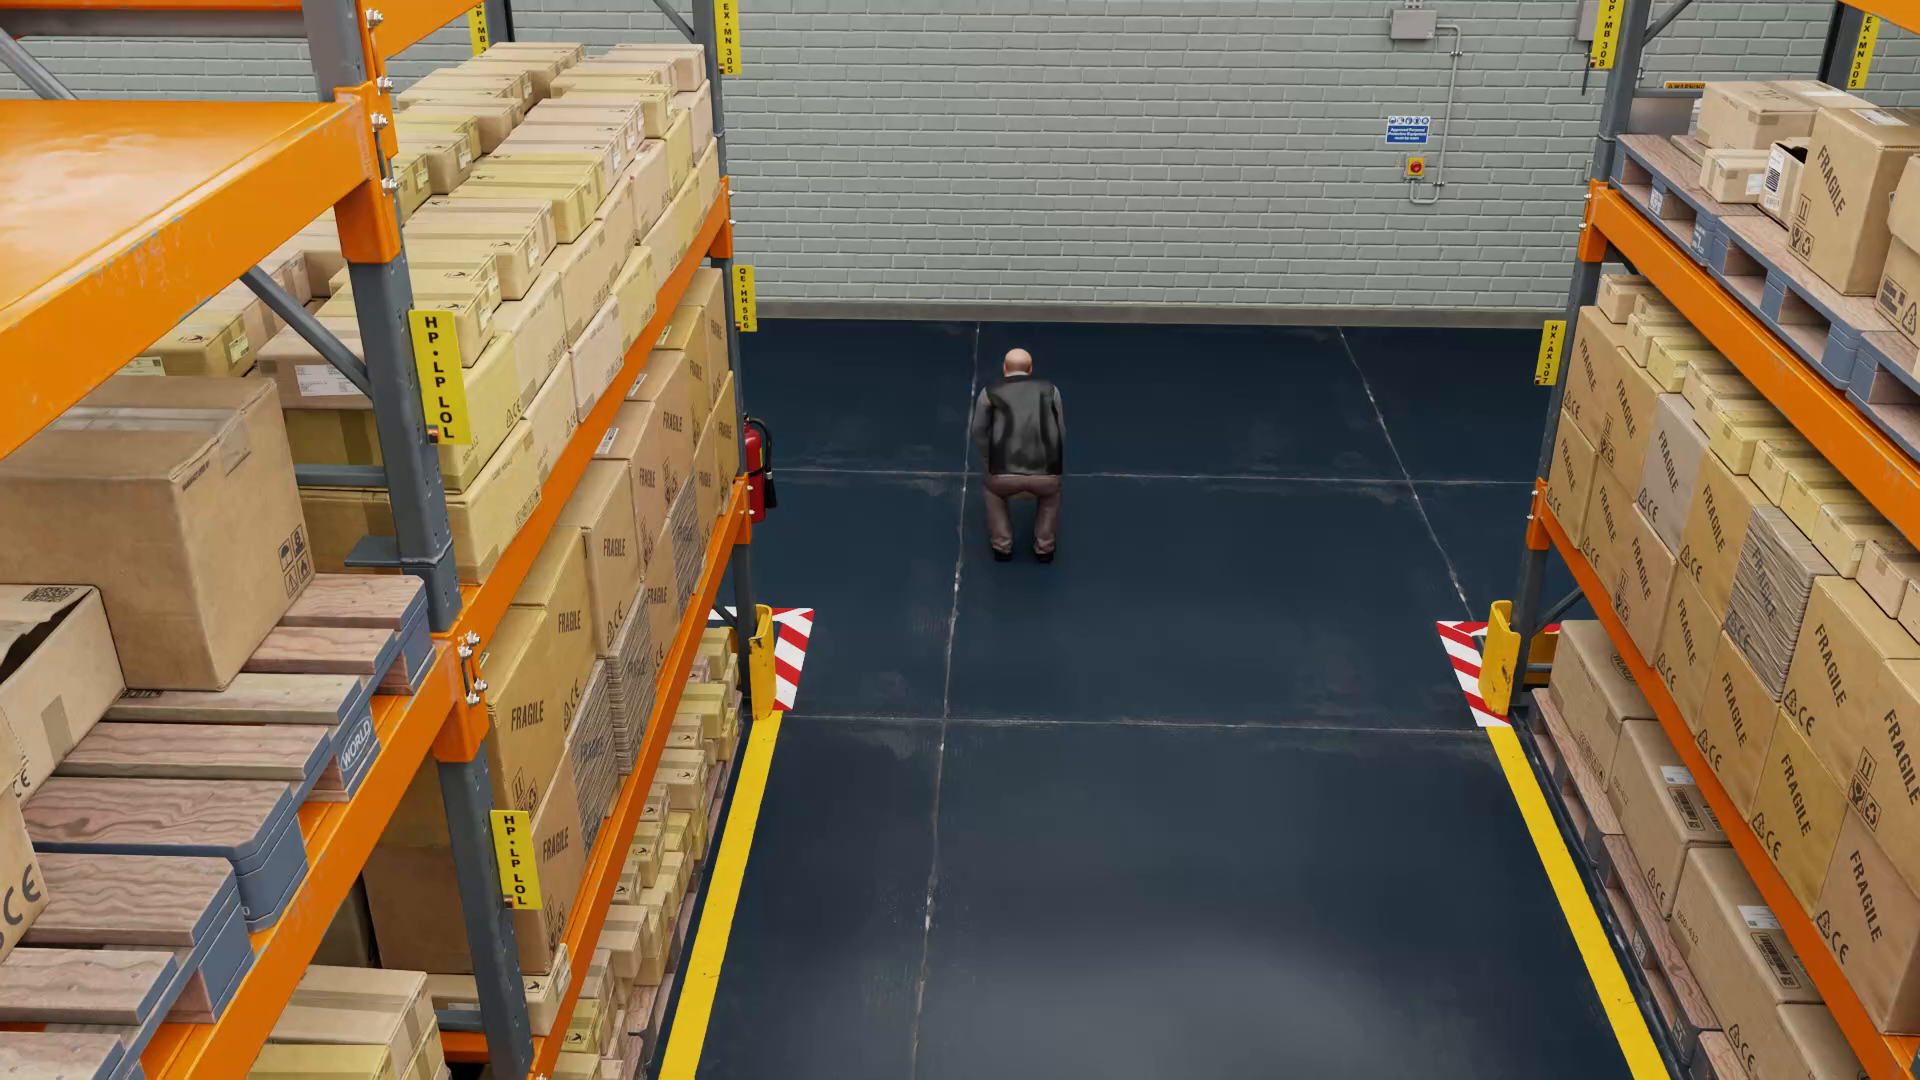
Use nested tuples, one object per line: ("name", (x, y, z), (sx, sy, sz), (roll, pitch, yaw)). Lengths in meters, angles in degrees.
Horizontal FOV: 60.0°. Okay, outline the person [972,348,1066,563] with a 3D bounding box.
("person", (0.355, -0.489, 10.133), (0.579, 1.205, 0.798), (1, 28, 2))
